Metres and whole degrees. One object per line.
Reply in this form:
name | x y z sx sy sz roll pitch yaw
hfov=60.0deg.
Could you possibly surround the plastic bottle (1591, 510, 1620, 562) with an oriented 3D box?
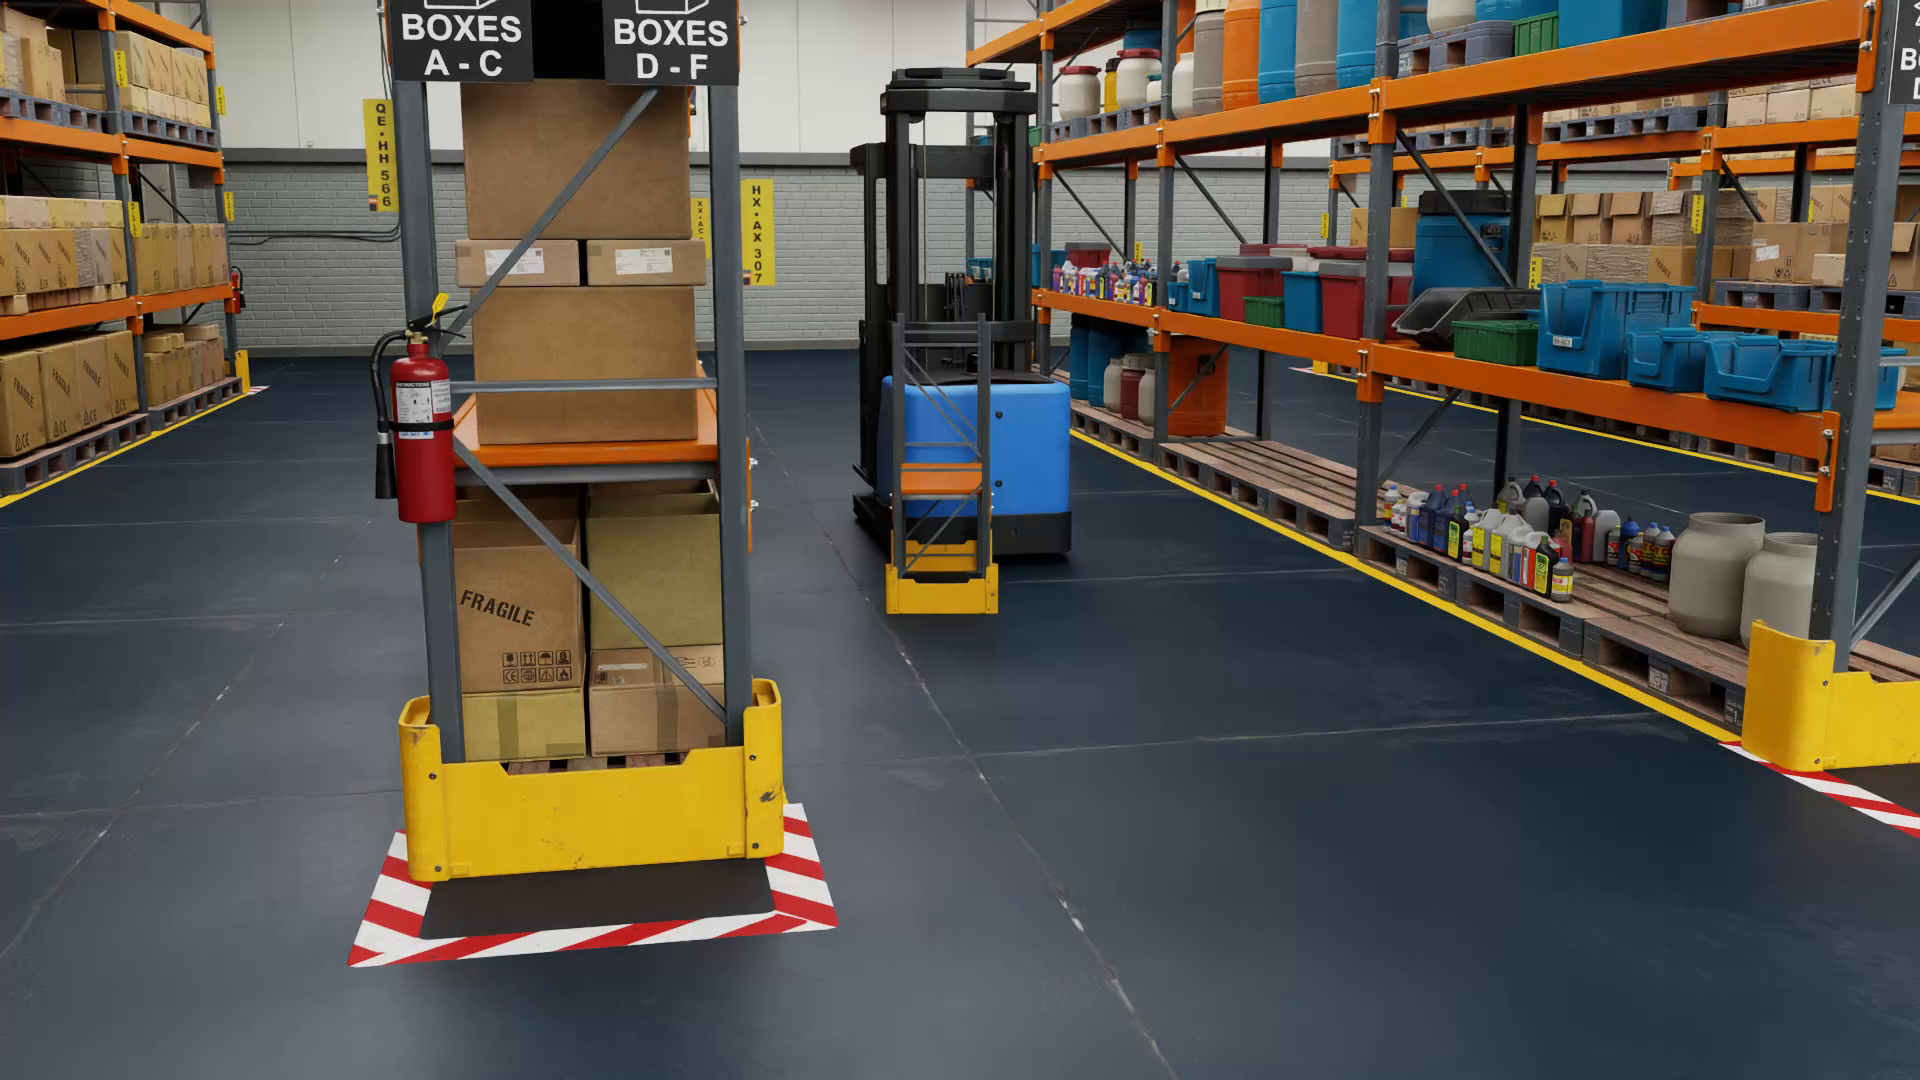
plastic bottle | 3.445 -0.031 8.943 0.152 0.276 0.135 -2 11 -10

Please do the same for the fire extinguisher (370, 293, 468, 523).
fire extinguisher | -1.605 -0.395 4.956 0.296 0.674 0.183 -2 11 -11

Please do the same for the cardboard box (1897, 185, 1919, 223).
cardboard box | 11.247 -3.972 19.804 0.500 0.500 0.500 -2 11 -10

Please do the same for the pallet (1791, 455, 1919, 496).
pallet | 7.373 -0.562 13.083 1.003 0.211 1.213 -2 11 -11

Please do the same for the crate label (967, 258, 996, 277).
crate label | 0.300 -3.475 21.221 0.416 0.233 0.303 -2 11 -11

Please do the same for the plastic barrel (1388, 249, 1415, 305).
plastic barrel | 2.938 -1.635 10.899 0.433 0.535 0.433 0 11 0

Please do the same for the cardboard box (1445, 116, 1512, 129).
cardboard box | 6.000 -4.951 19.008 0.700 0.500 0.500 -3 11 -14

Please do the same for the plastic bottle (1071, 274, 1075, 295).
plastic bottle | 1.155 -2.548 16.593 0.097 0.201 0.097 0 11 0

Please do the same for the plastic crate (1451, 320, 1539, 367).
plastic crate | 2.896 -1.021 8.606 0.450 0.188 0.662 -2 11 -11

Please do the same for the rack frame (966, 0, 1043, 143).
rack frame | 0.575 -6.532 20.951 1.000 3.000 0.127 -2 11 -11

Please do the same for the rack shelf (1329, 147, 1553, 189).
rack shelf | 5.822 -4.519 20.317 1.077 0.370 4.000 -2 11 -11

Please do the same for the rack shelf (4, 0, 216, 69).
rack shelf | -8.754 -5.256 17.235 1.077 0.370 4.000 -2 11 -11

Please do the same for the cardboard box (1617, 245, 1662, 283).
cardboard box | 6.559 -2.521 15.649 0.500 0.500 0.500 -2 11 -12

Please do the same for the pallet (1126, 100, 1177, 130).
pallet | 2.078 -3.643 14.296 1.003 0.211 1.213 -2 11 -11

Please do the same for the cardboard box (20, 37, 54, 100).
cardboard box | -8.130 -3.965 14.040 0.700 0.500 0.500 -2 11 -12

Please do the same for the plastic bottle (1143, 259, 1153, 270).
plastic bottle | 1.888 -2.637 16.660 0.144 0.351 0.185 -2 11 -11

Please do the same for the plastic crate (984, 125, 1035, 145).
plastic crate | 0.602 -4.738 19.712 0.504 0.338 0.767 -2 11 -11

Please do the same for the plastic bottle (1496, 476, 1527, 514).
plastic bottle | 3.175 -0.186 9.562 0.144 0.351 0.185 -2 11 -11

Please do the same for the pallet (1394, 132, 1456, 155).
pallet | 5.828 -4.836 20.295 1.003 0.211 1.213 -2 11 -11

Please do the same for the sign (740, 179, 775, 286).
sign | -0.627 -0.955 5.163 0.100 0.325 0.005 -2 11 -11

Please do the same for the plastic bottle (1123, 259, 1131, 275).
plastic bottle | 1.711 -2.666 16.811 0.144 0.351 0.185 -2 11 -11

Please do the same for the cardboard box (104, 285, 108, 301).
cardboard box | -7.943 -2.232 15.017 0.380 0.149 0.250 -2 11 -9

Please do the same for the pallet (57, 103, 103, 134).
pallet | -8.138 -3.705 14.628 0.805 0.209 1.217 -3 11 -13

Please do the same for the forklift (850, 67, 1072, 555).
forklift | -0.123 -1.555 11.029 1.130 2.935 3.031 -2 11 -11

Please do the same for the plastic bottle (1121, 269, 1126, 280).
plastic bottle | 1.517 -2.368 15.429 0.061 0.283 0.133 -2 11 -11

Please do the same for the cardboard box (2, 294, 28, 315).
cardboard box | -7.433 -1.811 12.810 0.380 0.149 0.250 -2 11 -9

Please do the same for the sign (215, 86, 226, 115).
sign | -8.608 -5.112 19.353 0.100 0.325 0.005 -2 11 -11

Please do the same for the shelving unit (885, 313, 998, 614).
shelving unit | -0.101 -0.453 9.066 0.587 1.500 1.083 0 11 -1

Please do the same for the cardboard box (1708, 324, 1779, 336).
cardboard box | 6.875 -1.588 15.577 1.225 0.875 0.875 -3 11 -14

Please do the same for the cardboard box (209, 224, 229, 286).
cardboard box | -9.034 -3.279 19.101 0.980 0.700 0.700 -2 11 -8

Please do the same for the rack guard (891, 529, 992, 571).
rack guard | -0.107 0.068 9.672 0.587 0.250 0.087 0 11 -1

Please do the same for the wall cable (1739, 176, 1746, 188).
wall cable | 14.034 -5.674 29.682 0.585 1.953 0.123 -2 11 -11

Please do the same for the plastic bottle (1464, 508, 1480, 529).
plastic bottle | 2.761 -0.037 8.989 0.097 0.271 0.097 0 11 0

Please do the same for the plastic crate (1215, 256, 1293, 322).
plastic crate | 2.145 -1.842 12.181 0.402 0.464 0.583 -2 11 -11

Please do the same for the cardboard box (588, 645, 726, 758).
cardboard box | -1.059 0.567 5.928 0.500 0.250 0.500 -2 11 -11

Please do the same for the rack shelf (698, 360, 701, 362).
rack shelf | -2.340 -1.218 11.000 1.077 0.370 4.000 -2 11 -11

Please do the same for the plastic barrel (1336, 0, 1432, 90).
plastic barrel | 2.597 -3.190 10.069 0.600 0.901 0.708 -2 11 -11

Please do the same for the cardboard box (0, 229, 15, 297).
cardboard box | -7.431 -2.061 12.388 0.500 0.500 0.500 -2 11 -9

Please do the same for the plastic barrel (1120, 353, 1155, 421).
plastic barrel | 1.799 -1.436 15.545 0.600 0.588 0.708 -2 11 -11

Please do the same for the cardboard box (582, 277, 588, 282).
cardboard box | -1.358 -0.703 6.099 0.700 0.500 0.500 -2 11 -10

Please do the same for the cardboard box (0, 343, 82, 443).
cardboard box | -7.766 -1.209 13.651 0.750 0.750 0.750 -2 11 -11

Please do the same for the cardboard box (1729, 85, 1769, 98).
cardboard box | 6.828 -3.971 13.910 0.500 0.500 0.500 -2 11 -10

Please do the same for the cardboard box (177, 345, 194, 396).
cardboard box | -8.602 -1.797 17.679 0.700 0.500 0.500 -2 11 -10

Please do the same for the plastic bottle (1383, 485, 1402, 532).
plastic bottle | 2.541 -0.186 9.771 0.097 0.271 0.097 0 11 0

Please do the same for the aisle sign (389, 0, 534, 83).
aisle sign | -1.448 -1.726 4.789 0.394 0.787 0.004 -2 11 -11

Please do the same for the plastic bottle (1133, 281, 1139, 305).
plastic bottle | 1.565 -2.161 14.560 0.097 0.201 0.097 0 11 0

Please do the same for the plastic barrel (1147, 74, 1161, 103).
plastic barrel | 1.778 -3.921 14.501 0.301 0.262 0.301 0 11 0

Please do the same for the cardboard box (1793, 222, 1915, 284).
cardboard box | 7.340 -2.357 13.669 0.700 0.500 0.500 0 11 -3

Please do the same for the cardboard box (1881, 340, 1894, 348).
cardboard box | 11.232 -2.363 19.997 0.380 0.149 0.250 -2 11 -9

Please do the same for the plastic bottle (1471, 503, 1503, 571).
plastic bottle | 2.778 -0.024 8.706 0.144 0.351 0.185 -2 11 -11

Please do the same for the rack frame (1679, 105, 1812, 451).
rack frame | 6.989 -2.298 14.749 1.000 3.000 0.127 -2 11 -11

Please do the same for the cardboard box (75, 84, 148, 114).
cardboard box | -8.241 -4.283 16.165 0.500 0.250 0.500 -2 11 -11

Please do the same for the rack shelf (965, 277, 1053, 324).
rack shelf | 0.964 -2.865 19.652 1.077 0.370 4.000 -2 11 -11

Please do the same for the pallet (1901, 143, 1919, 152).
pallet | 11.112 -4.458 18.576 1.213 0.211 1.003 -2 11 -11
